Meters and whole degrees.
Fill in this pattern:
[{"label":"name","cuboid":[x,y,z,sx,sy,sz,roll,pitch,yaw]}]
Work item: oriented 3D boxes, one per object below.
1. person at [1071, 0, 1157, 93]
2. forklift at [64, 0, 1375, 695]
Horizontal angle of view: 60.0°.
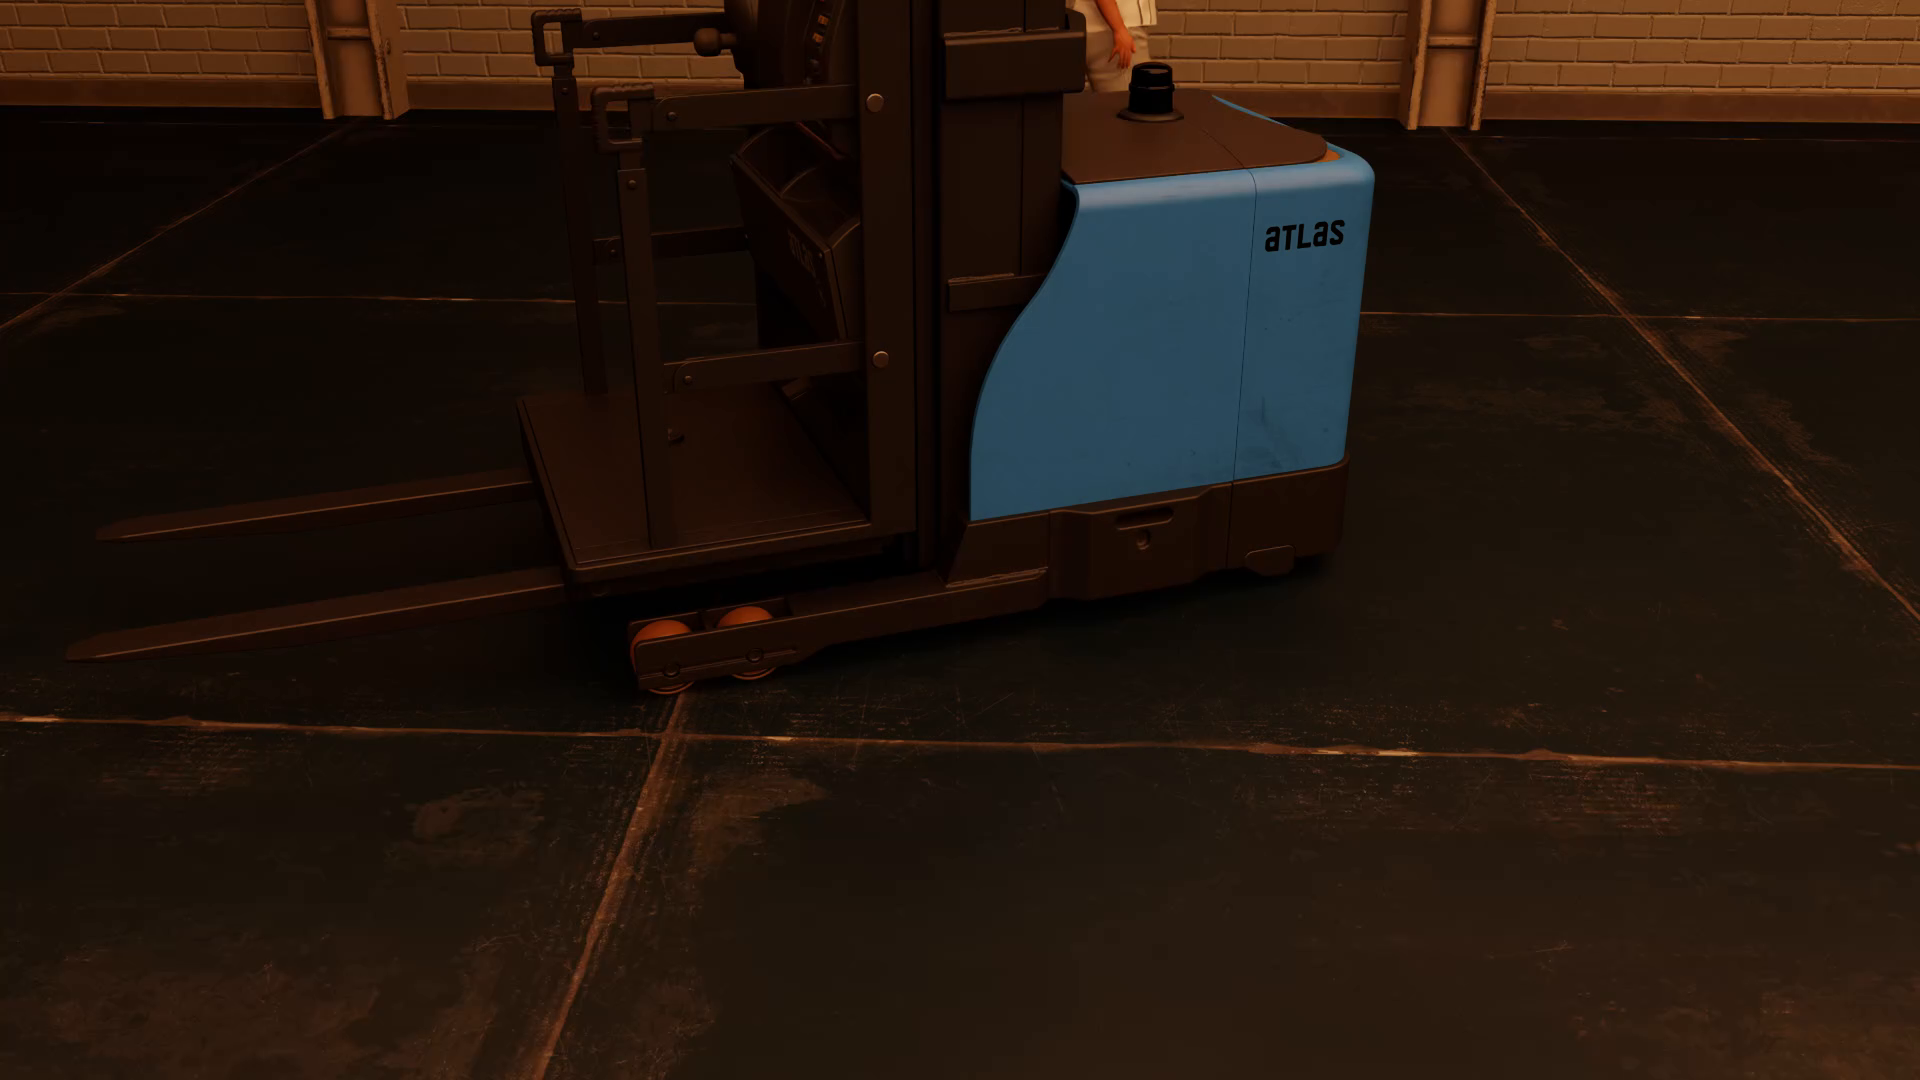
[{"label":"person","cuboid":[0.707,-2.086,6.868,0.525,1.669,0.623,1,26,2]},{"label":"forklift","cuboid":[-0.573,-1.224,3.691,3.031,2.935,1.130,-9,28,-17]}]
